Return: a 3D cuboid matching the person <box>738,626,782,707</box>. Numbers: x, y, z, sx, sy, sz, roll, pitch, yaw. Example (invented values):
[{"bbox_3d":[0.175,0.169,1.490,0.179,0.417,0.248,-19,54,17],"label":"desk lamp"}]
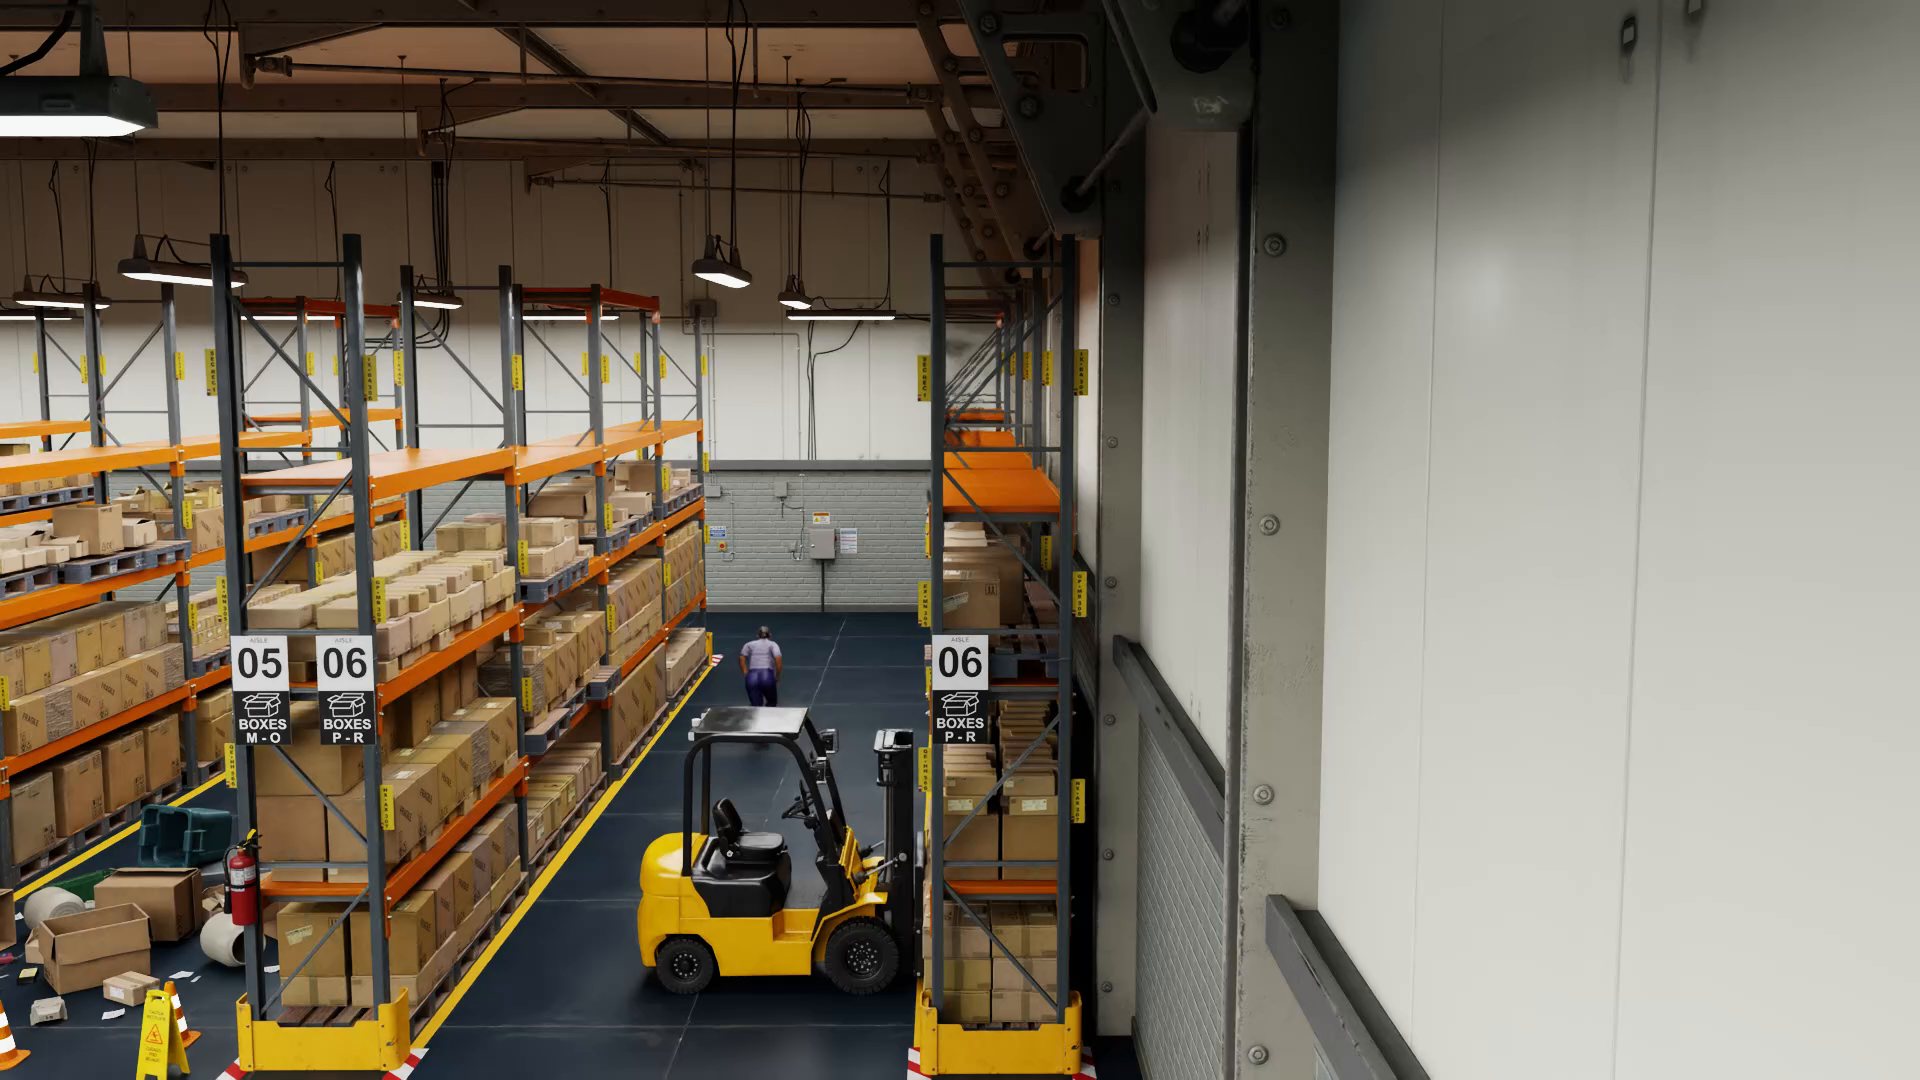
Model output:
[{"bbox_3d":[-2.723,1.967,22.544,0.615,1.509,0.916,0,6,4],"label":"person"}]
